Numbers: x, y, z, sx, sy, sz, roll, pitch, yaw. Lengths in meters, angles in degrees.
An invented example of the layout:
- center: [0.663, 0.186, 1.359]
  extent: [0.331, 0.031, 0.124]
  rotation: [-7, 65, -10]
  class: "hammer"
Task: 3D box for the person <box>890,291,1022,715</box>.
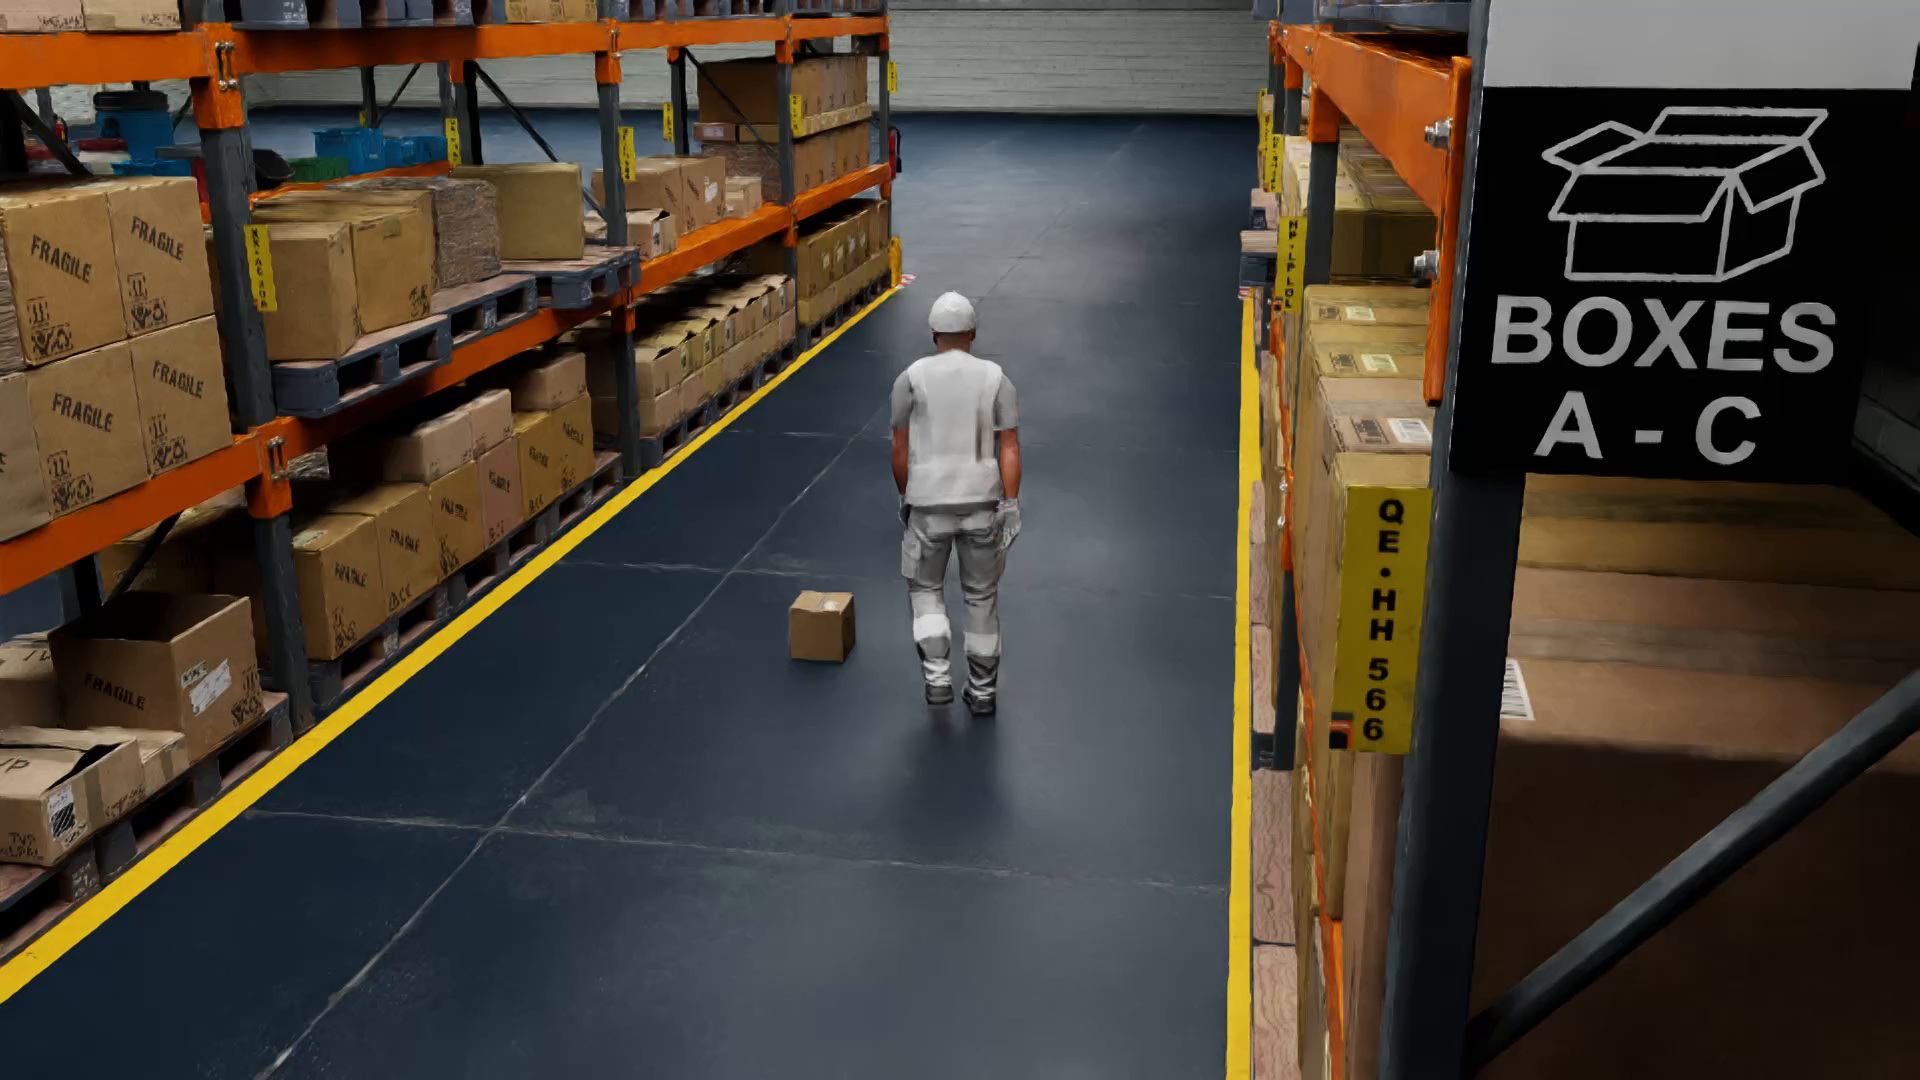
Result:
- center: [-0.018, -0.133, 6.964]
  extent: [0.536, 1.761, 0.664]
  rotation: [-2, 18, -7]
  class: "person"
